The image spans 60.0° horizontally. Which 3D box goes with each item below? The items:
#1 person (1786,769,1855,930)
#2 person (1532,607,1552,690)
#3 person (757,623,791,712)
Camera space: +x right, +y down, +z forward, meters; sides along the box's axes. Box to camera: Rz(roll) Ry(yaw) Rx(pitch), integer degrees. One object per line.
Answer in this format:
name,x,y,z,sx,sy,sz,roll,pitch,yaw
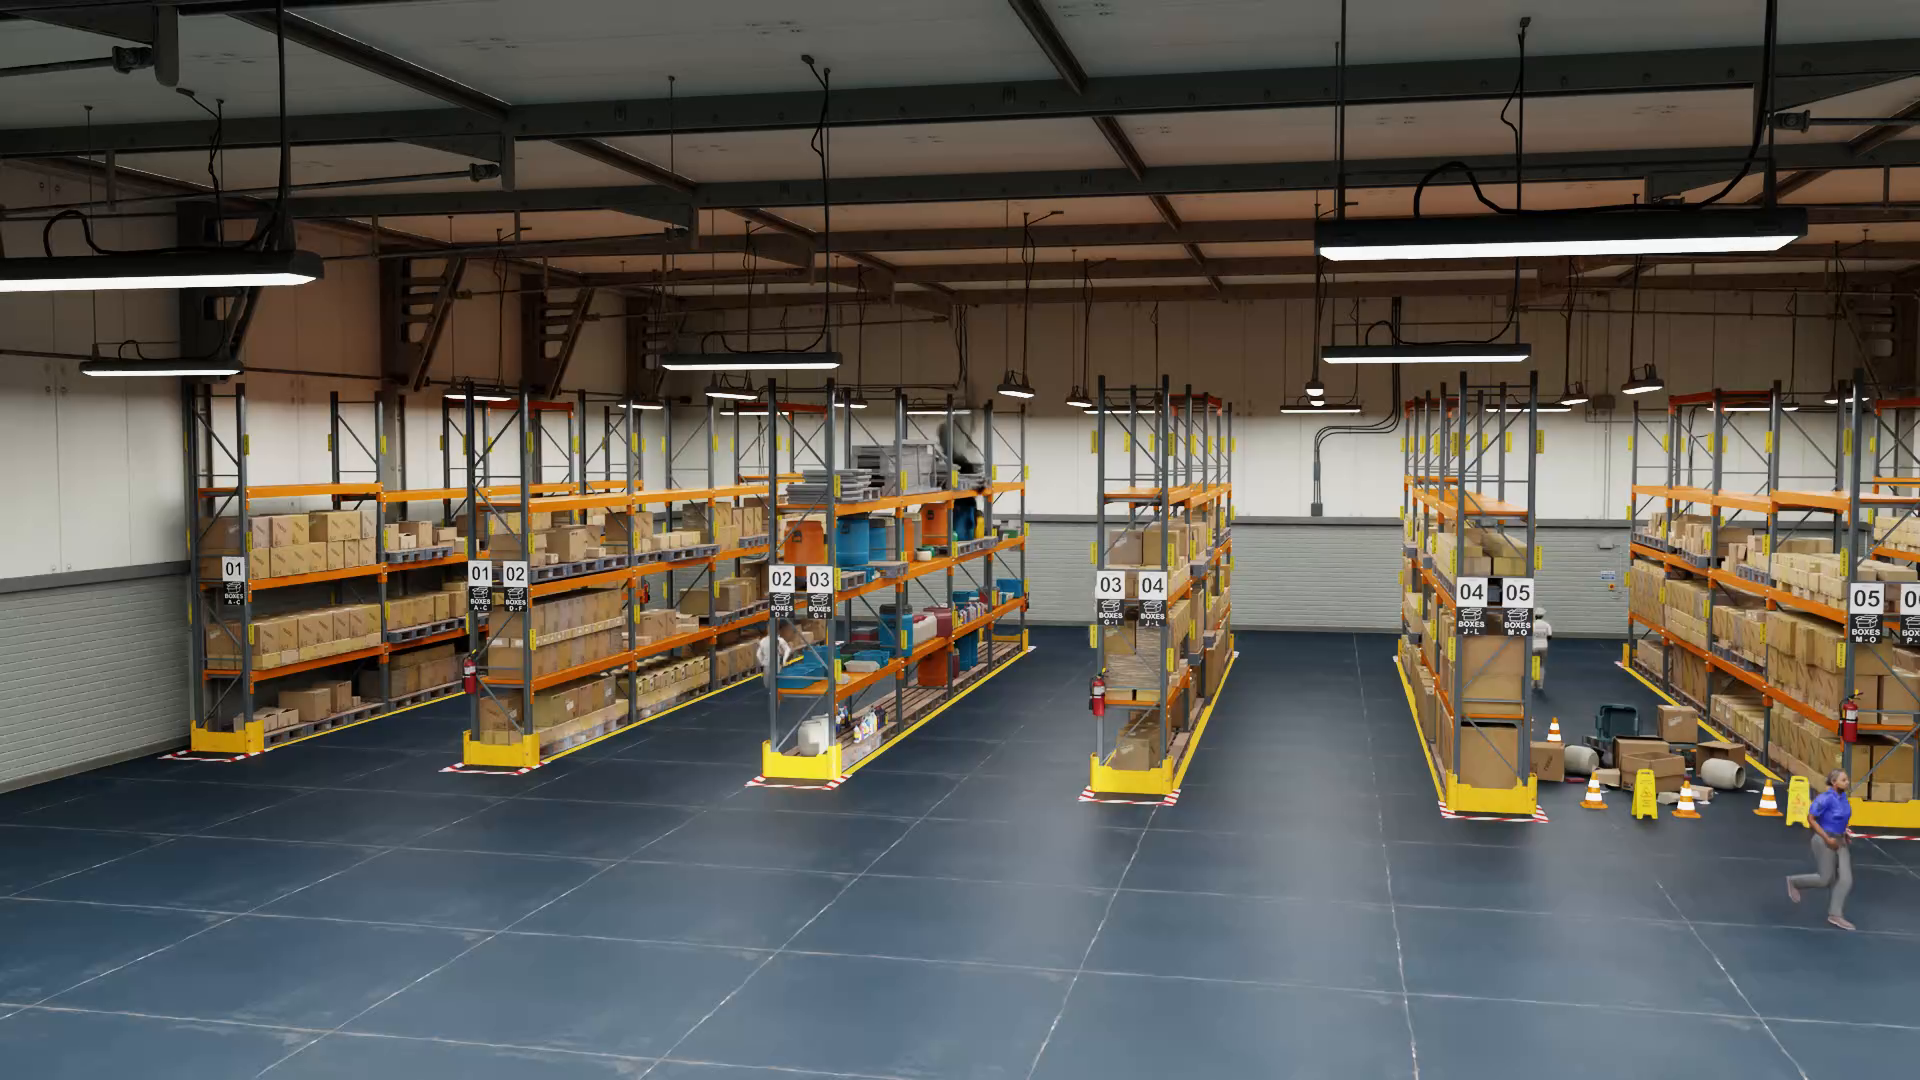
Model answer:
person,9.111,3.204,17.498,0.592,1.637,0.760,-2,4,-31
person,11.791,2.227,34.024,0.596,1.685,0.644,1,3,11
person,-3.533,2.383,31.412,0.632,1.653,0.861,0,3,3
